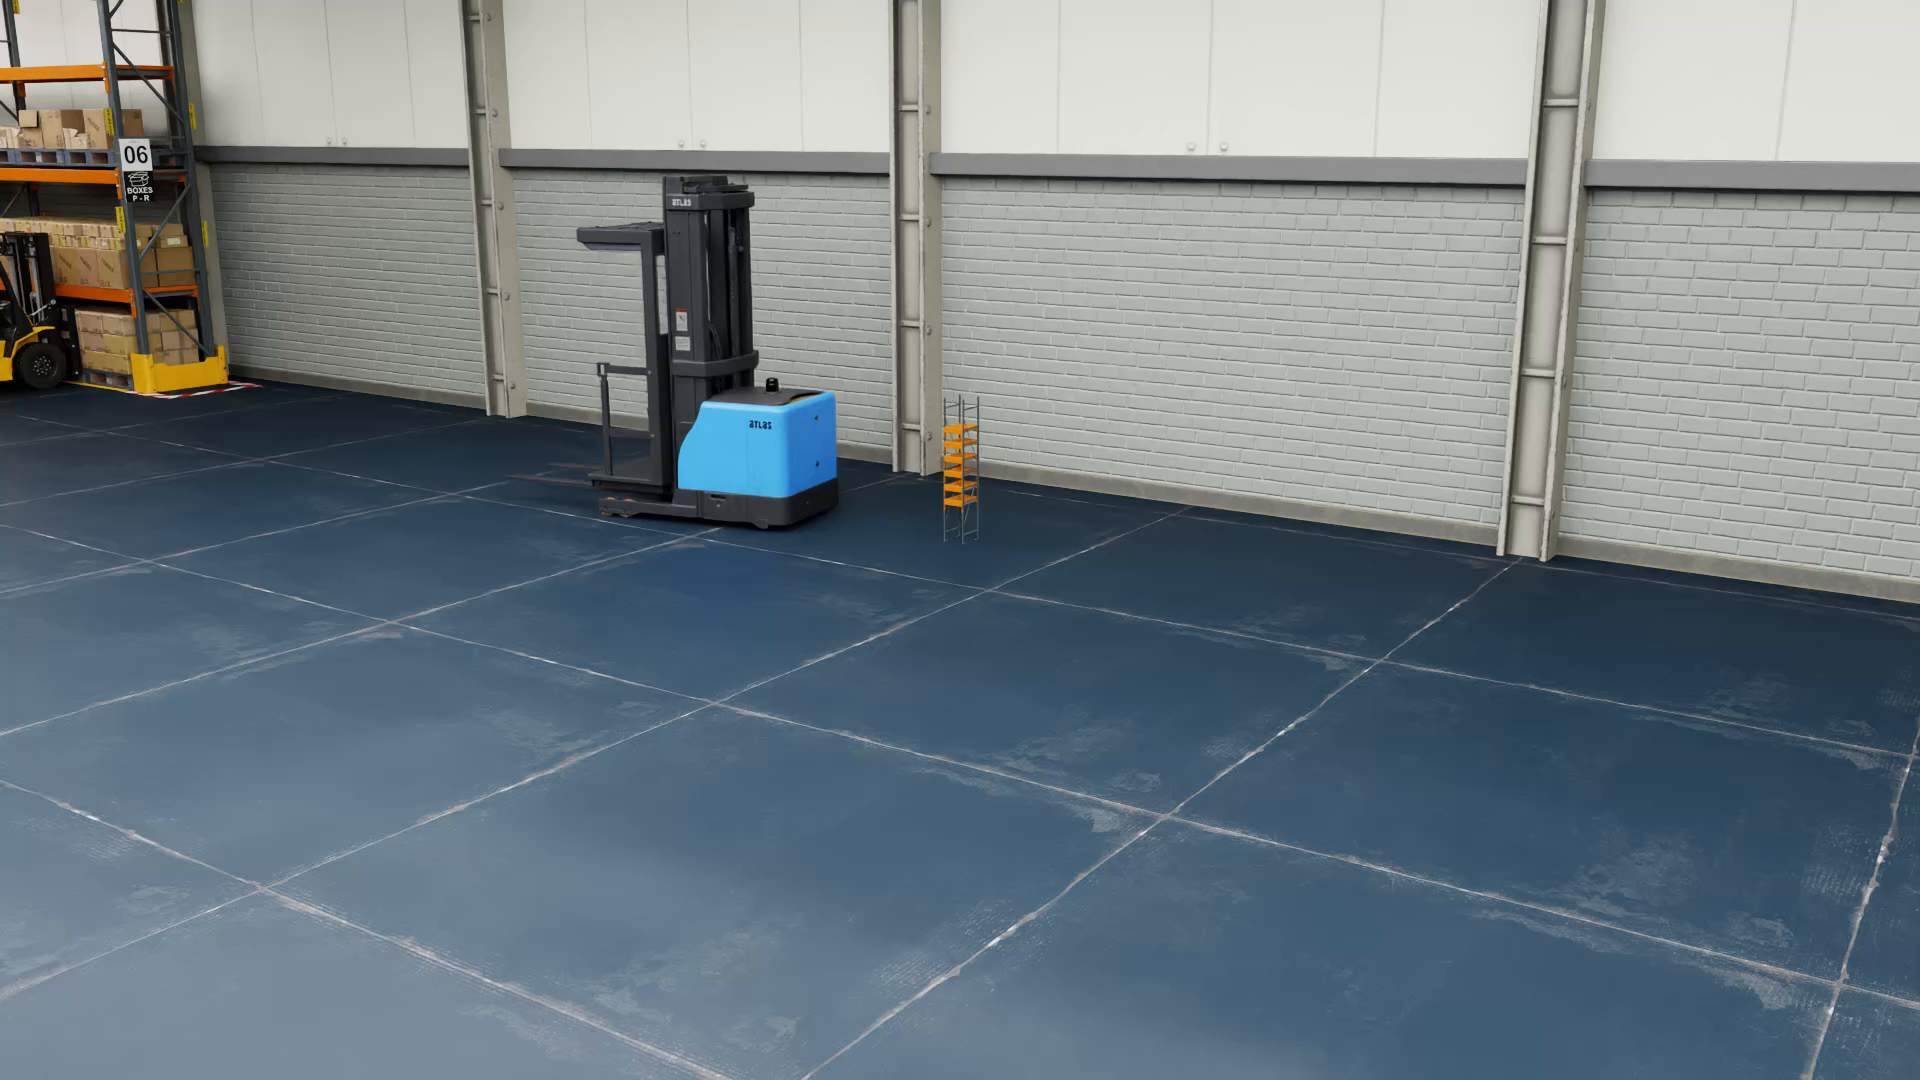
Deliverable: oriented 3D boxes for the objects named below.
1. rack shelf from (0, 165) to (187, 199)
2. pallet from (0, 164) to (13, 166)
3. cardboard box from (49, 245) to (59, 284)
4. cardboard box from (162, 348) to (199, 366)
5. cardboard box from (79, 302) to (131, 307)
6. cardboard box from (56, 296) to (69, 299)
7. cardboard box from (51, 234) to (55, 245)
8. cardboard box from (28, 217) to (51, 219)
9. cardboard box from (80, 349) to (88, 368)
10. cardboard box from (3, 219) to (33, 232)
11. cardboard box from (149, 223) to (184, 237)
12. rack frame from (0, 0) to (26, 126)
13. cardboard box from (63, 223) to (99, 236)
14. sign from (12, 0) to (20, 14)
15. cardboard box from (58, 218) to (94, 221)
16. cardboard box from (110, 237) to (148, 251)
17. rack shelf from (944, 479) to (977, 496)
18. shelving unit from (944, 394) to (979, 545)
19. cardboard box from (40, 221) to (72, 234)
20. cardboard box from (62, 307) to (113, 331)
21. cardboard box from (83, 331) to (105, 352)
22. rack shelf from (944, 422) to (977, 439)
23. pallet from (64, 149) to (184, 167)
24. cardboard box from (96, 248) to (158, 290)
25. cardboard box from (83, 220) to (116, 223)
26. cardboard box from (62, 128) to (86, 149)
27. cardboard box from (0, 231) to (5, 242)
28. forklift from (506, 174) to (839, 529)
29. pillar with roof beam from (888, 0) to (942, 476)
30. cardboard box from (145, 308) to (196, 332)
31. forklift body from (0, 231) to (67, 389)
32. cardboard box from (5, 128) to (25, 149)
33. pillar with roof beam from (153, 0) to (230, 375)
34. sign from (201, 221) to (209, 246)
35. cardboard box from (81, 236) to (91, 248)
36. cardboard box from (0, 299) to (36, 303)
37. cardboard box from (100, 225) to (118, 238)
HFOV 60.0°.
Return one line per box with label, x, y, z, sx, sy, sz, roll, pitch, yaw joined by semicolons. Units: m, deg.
rack shelf;-11.968;-4.858;22.460;4.000;0.370;1.077;9;17;33
pallet;-14.366;-5.498;23.948;1.217;0.209;0.805;8;16;31
cardboard box;-12.137;-3.750;22.523;0.500;0.500;0.500;9;17;33
cardboard box;-10.606;-2.457;22.354;0.500;0.250;0.500;9;17;33
cardboard box;-11.848;-3.145;23.054;0.500;0.250;0.500;9;16;32
cardboard box;-13.111;-3.346;23.867;0.500;0.250;0.500;10;17;34
cardboard box;-11.987;-4.056;22.406;0.250;0.149;0.380;9;17;32
cardboard box;-13.009;-4.503;23.593;0.250;0.149;0.380;9;16;31
cardboard box;-11.692;-2.490;22.486;0.500;0.250;0.500;9;17;33
cardboard box;-12.888;-4.321;22.858;0.250;0.149;0.380;10;17;34
cardboard box;-10.468;-4.078;21.879;0.250;0.149;0.380;9;16;32
rack frame;-13.627;-6.932;23.097;0.127;3.000;1.000;9;17;33
cardboard box;-11.620;-4.114;22.025;0.250;0.149;0.380;10;17;34
sign;-13.297;-7.569;23.400;0.005;0.325;0.100;9;17;33
cardboard box;-12.335;-4.410;23.219;0.250;0.149;0.380;9;16;32
cardboard box;-10.752;-3.837;21.523;0.250;0.149;0.380;9;17;34
rack shelf;0.012;-0.421;13.711;0.180;0.103;0.258;9;17;33
shelving unit;0.012;-0.580;13.671;0.189;1.200;0.258;9;17;33
cardboard box;-12.198;-4.238;22.526;0.250;0.149;0.380;9;17;33
cardboard box;-11.715;-2.970;22.346;0.500;0.250;0.500;9;17;34
cardboard box;-11.297;-2.667;22.163;0.500;0.250;0.500;9;17;32
rack shelf;0.012;-0.887;13.595;0.180;0.103;0.258;9;17;33
pallet;-10.880;-4.996;21.705;1.213;0.211;1.003;9;17;33
cardboard box;-10.863;-3.545;21.694;0.500;0.500;0.500;9;16;32
cardboard box;-11.735;-4.292;22.740;0.250;0.149;0.380;9;17;33
cardboard box;-11.376;-5.211;21.586;0.258;0.266;0.396;9;17;33
cardboard box;-13.062;-4.224;23.086;0.250;0.149;0.380;9;17;33
forklift;-2.647;-1.725;14.691;3.031;2.935;1.130;6;15;22
pillar with roof beam;-2.828;-4.201;12.065;0.400;9.000;9.100;9;17;33
cardboard box;-10.601;-2.940;22.224;0.500;0.250;0.500;9;16;32
forklift body;-12.900;-2.962;21.311;1.214;2.155;2.313;9;17;33
cardboard box;-12.565;-5.403;22.363;0.258;0.266;0.396;9;16;31
pillar with roof beam;-12.785;-5.810;18.566;0.400;9.000;9.100;9;17;33
sign;-9.993;-4.052;21.981;0.005;0.325;0.100;9;17;33
cardboard box;-11.361;-3.948;21.971;0.250;0.149;0.380;9;17;32
cardboard box;-13.401;-3.246;23.463;0.500;0.250;0.500;9;16;32
cardboard box;-10.945;-4.024;21.658;0.250;0.149;0.380;9;17;33
